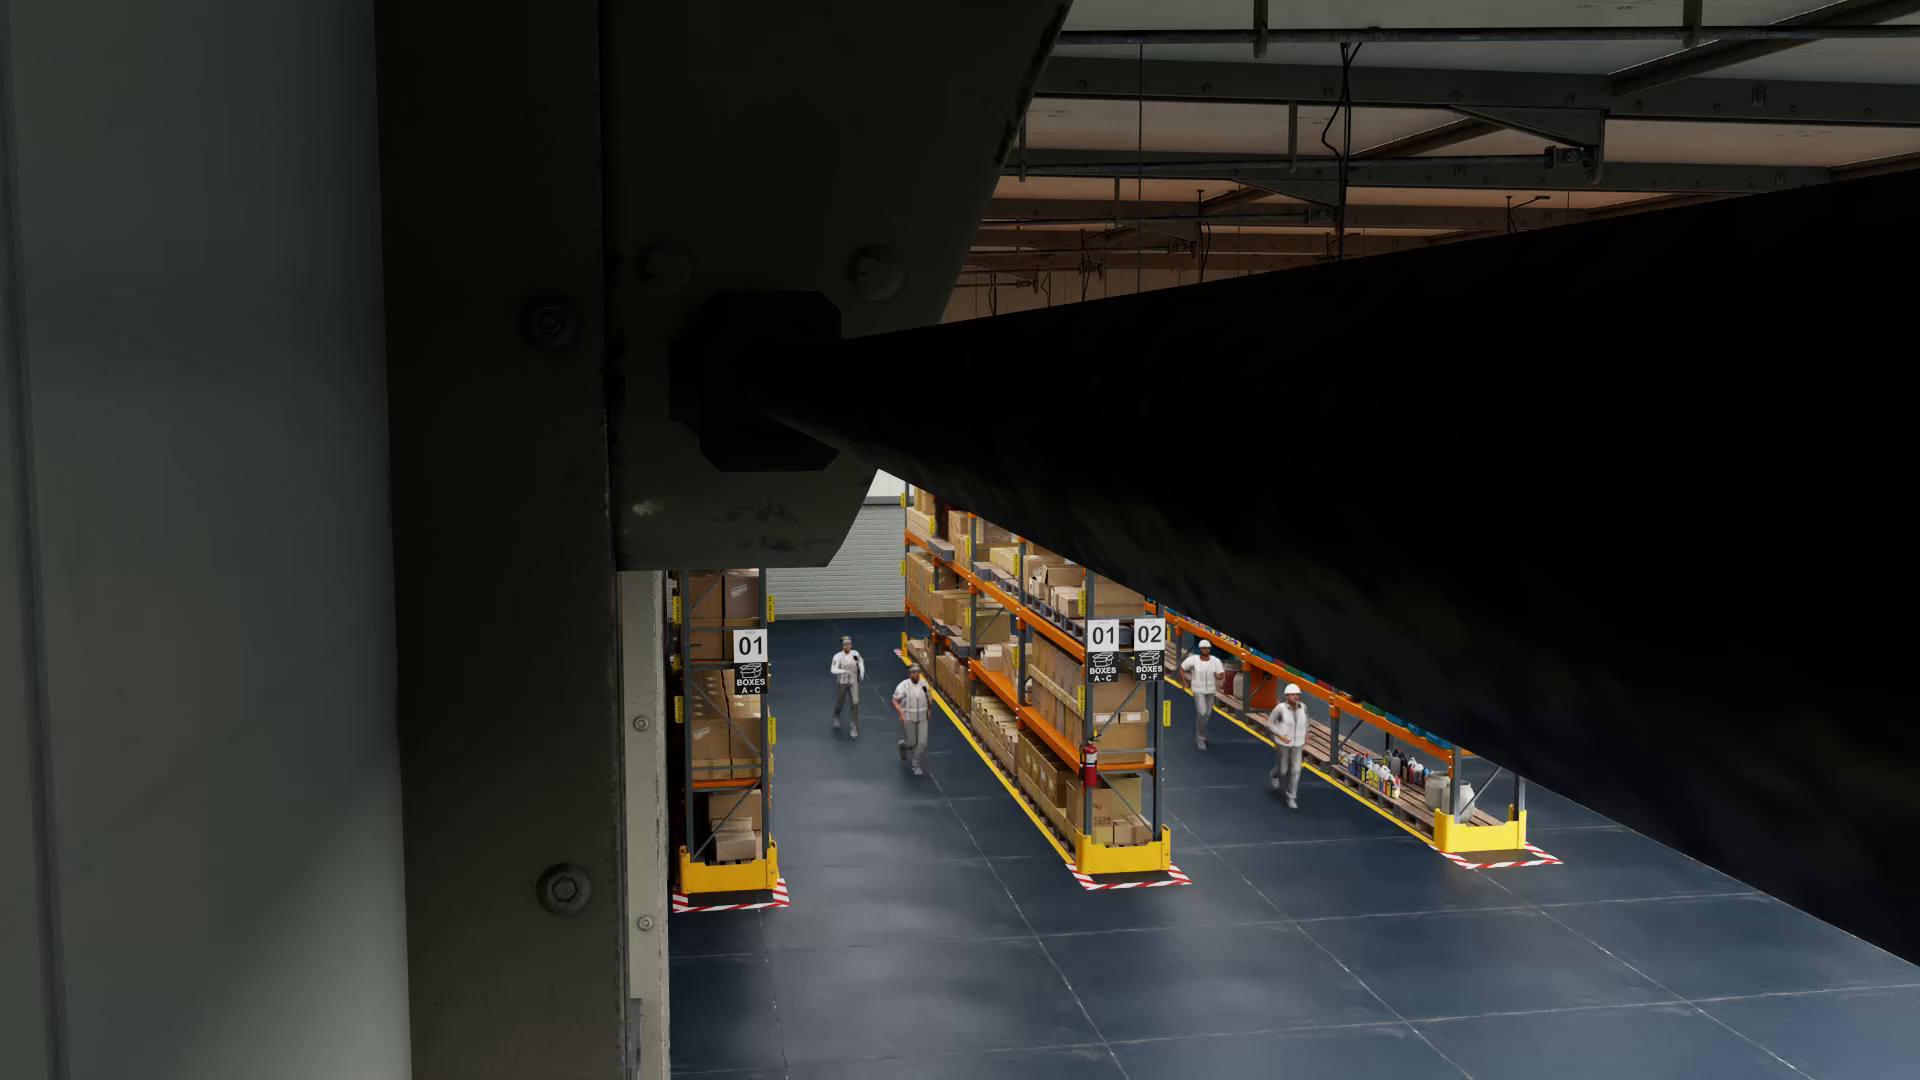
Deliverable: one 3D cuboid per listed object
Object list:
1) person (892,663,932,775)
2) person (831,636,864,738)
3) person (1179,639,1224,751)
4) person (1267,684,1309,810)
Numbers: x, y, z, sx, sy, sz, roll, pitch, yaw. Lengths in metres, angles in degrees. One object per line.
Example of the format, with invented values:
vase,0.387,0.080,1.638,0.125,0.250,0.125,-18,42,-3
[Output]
person,-0.732,2.777,26.122,0.672,1.760,0.644,-2,6,-21
person,-1.955,2.506,28.832,0.621,1.746,0.880,-2,6,-16
person,4.072,2.569,27.820,0.678,1.828,0.772,-1,6,-14
person,4.790,2.958,24.232,0.683,1.766,0.913,-1,6,-11
